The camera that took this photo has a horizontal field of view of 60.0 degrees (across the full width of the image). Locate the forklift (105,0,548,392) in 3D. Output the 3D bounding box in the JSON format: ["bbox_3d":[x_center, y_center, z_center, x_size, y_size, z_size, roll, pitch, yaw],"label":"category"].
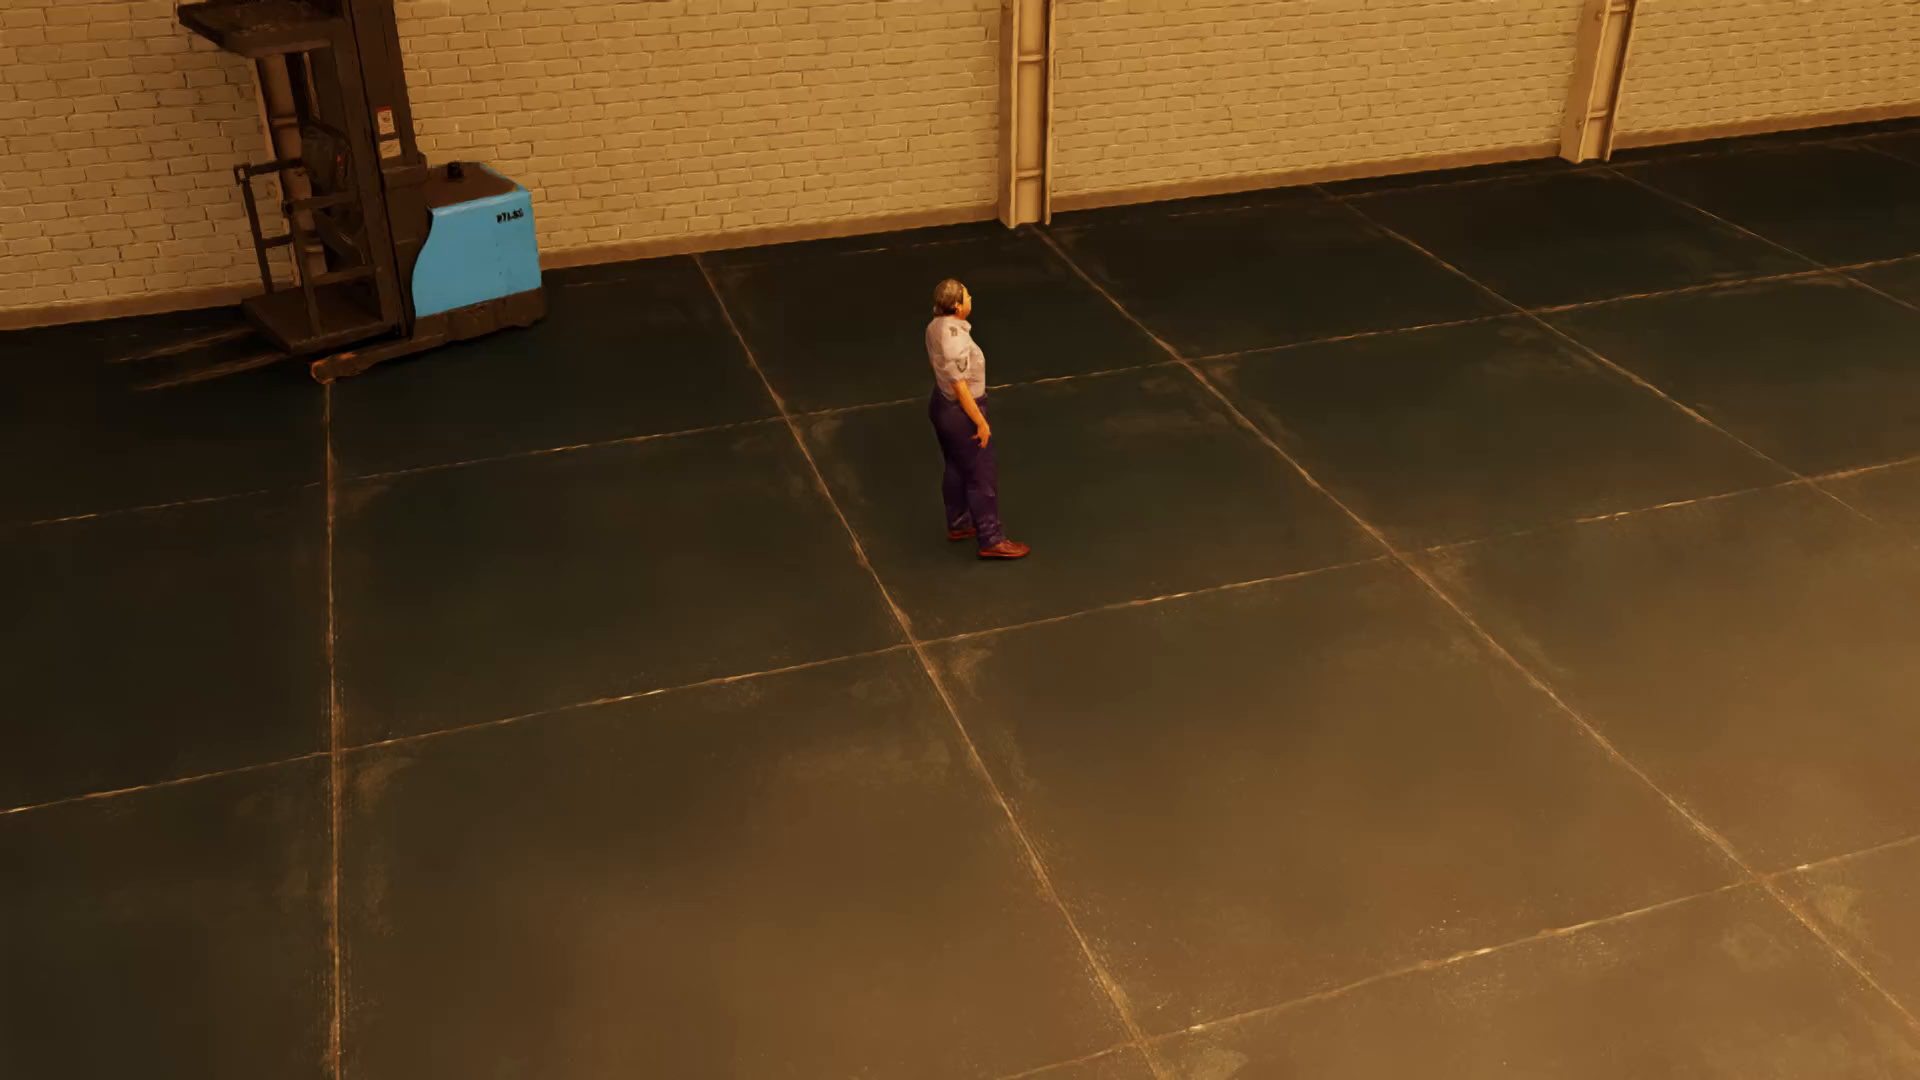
[{"bbox_3d":[-4.675,-2.695,11.771,3.031,2.935,1.130,-22,36,-33],"label":"forklift"}]

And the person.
[{"bbox_3d":[0.092,-0.724,9.618,0.502,1.650,0.599,-10,31,-16],"label":"person"}]
